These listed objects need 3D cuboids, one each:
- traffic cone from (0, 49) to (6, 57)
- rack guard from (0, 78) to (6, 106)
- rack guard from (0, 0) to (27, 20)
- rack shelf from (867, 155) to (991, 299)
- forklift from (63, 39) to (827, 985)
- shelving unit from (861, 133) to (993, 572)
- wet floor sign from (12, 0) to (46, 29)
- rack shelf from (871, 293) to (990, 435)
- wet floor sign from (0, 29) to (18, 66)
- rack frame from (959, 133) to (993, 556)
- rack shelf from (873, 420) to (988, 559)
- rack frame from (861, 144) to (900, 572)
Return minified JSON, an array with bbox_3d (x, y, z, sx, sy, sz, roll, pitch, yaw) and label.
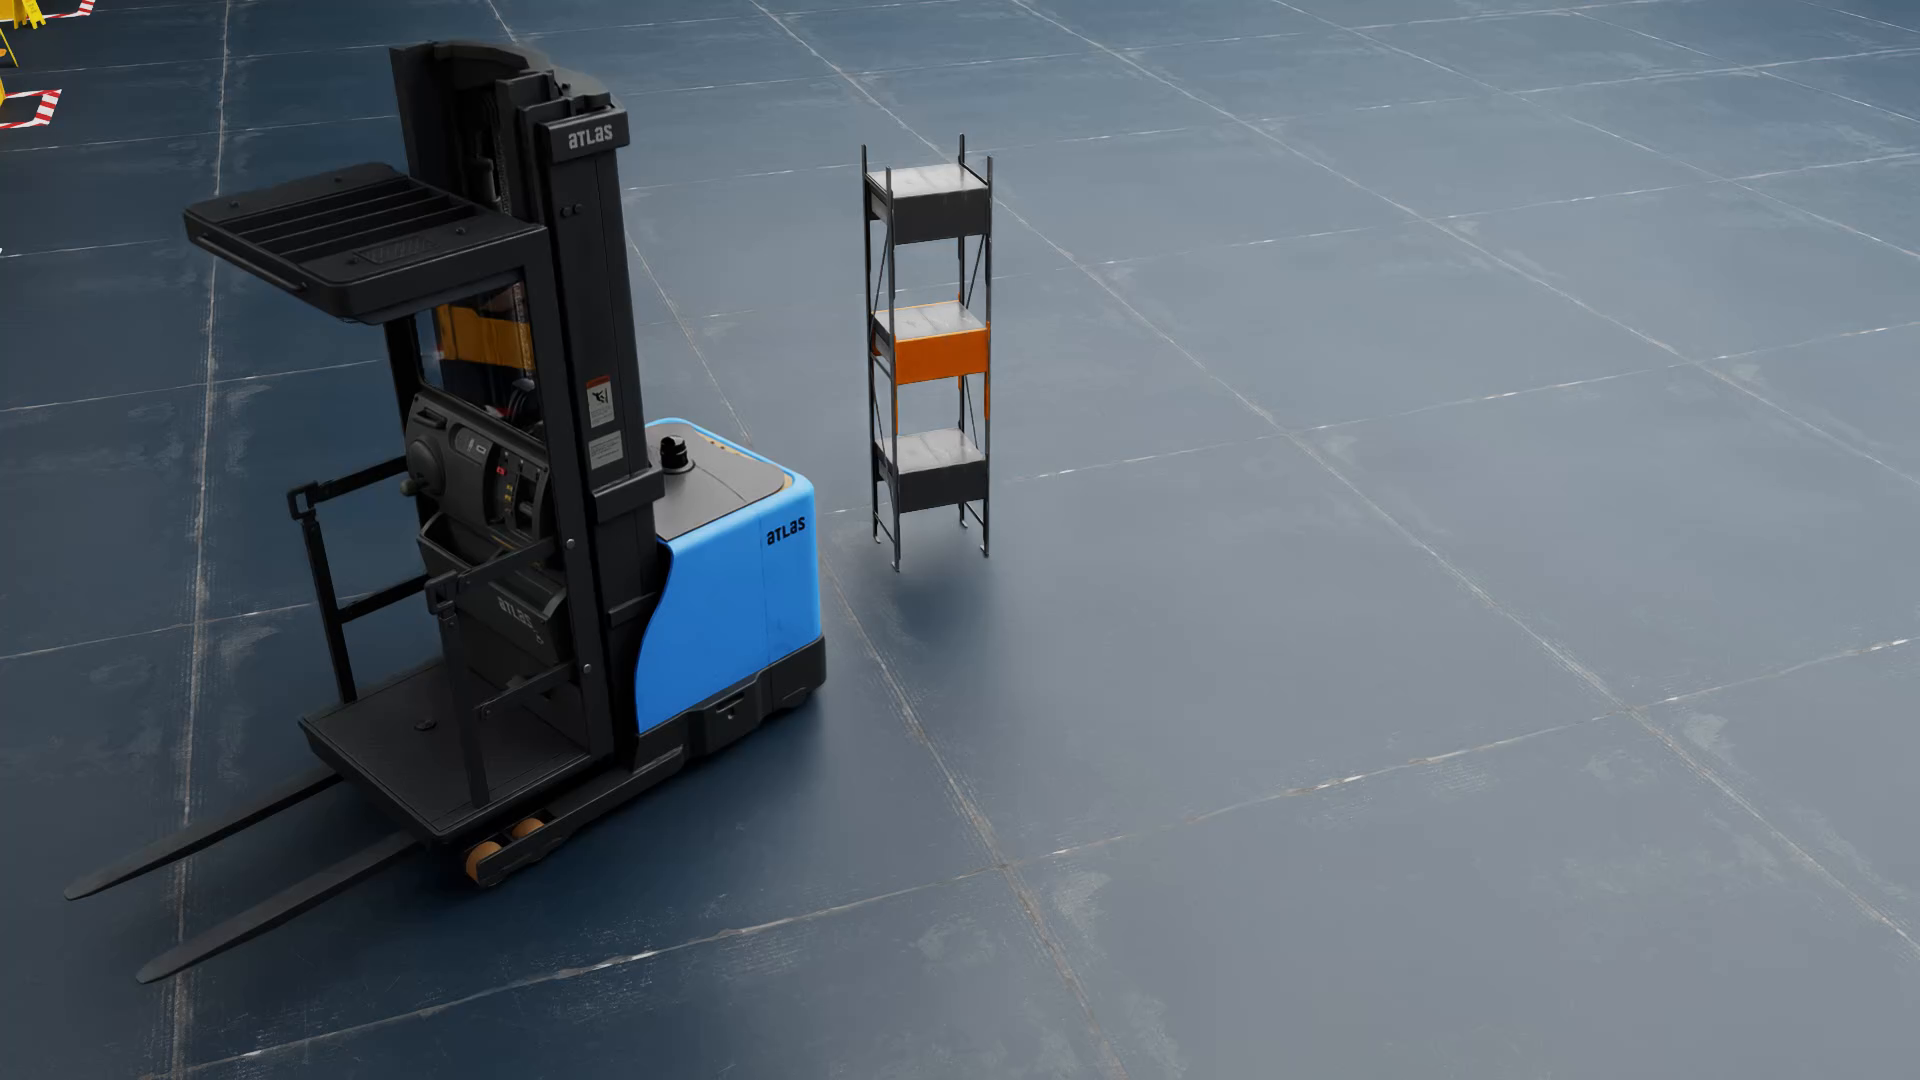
[{"bbox_3d":[-10.485,-5.439,17.830,0.334,0.463,0.336,-10,31,-18],"label":"traffic cone"},{"bbox_3d":[-9.394,-4.310,15.809,0.348,0.500,1.175,-10,31,-18],"label":"rack guard"},{"bbox_3d":[-11.309,-6.571,19.779,0.348,0.500,1.175,-10,31,-18],"label":"rack guard"},{"bbox_3d":[-0.155,-1.480,7.840,0.480,0.518,0.431,-10,31,-18],"label":"rack shelf"},{"bbox_3d":[-1.981,-0.227,6.188,1.130,2.935,3.031,25,38,37],"label":"forklift"},{"bbox_3d":[-0.155,-0.884,8.180,0.503,2.100,0.431,-10,31,-18],"label":"shelving unit"},{"bbox_3d":[-10.686,-6.184,18.953,0.232,0.644,0.267,0,30,0],"label":"wet floor sign"},{"bbox_3d":[-0.155,-0.872,8.187,0.480,0.518,0.431,-10,31,-18],"label":"rack shelf"},{"bbox_3d":[-10.080,-5.292,17.387,0.232,0.644,0.267,-16,33,-26],"label":"wet floor sign"},{"bbox_3d":[0.074,-0.926,8.254,0.015,2.100,0.400,-10,31,-18],"label":"rack frame"},{"bbox_3d":[-0.155,-0.264,8.533,0.480,0.518,0.431,-10,31,-18],"label":"rack shelf"},{"bbox_3d":[-0.384,-0.842,8.106,0.015,2.100,0.400,-10,31,-18],"label":"rack frame"}]
